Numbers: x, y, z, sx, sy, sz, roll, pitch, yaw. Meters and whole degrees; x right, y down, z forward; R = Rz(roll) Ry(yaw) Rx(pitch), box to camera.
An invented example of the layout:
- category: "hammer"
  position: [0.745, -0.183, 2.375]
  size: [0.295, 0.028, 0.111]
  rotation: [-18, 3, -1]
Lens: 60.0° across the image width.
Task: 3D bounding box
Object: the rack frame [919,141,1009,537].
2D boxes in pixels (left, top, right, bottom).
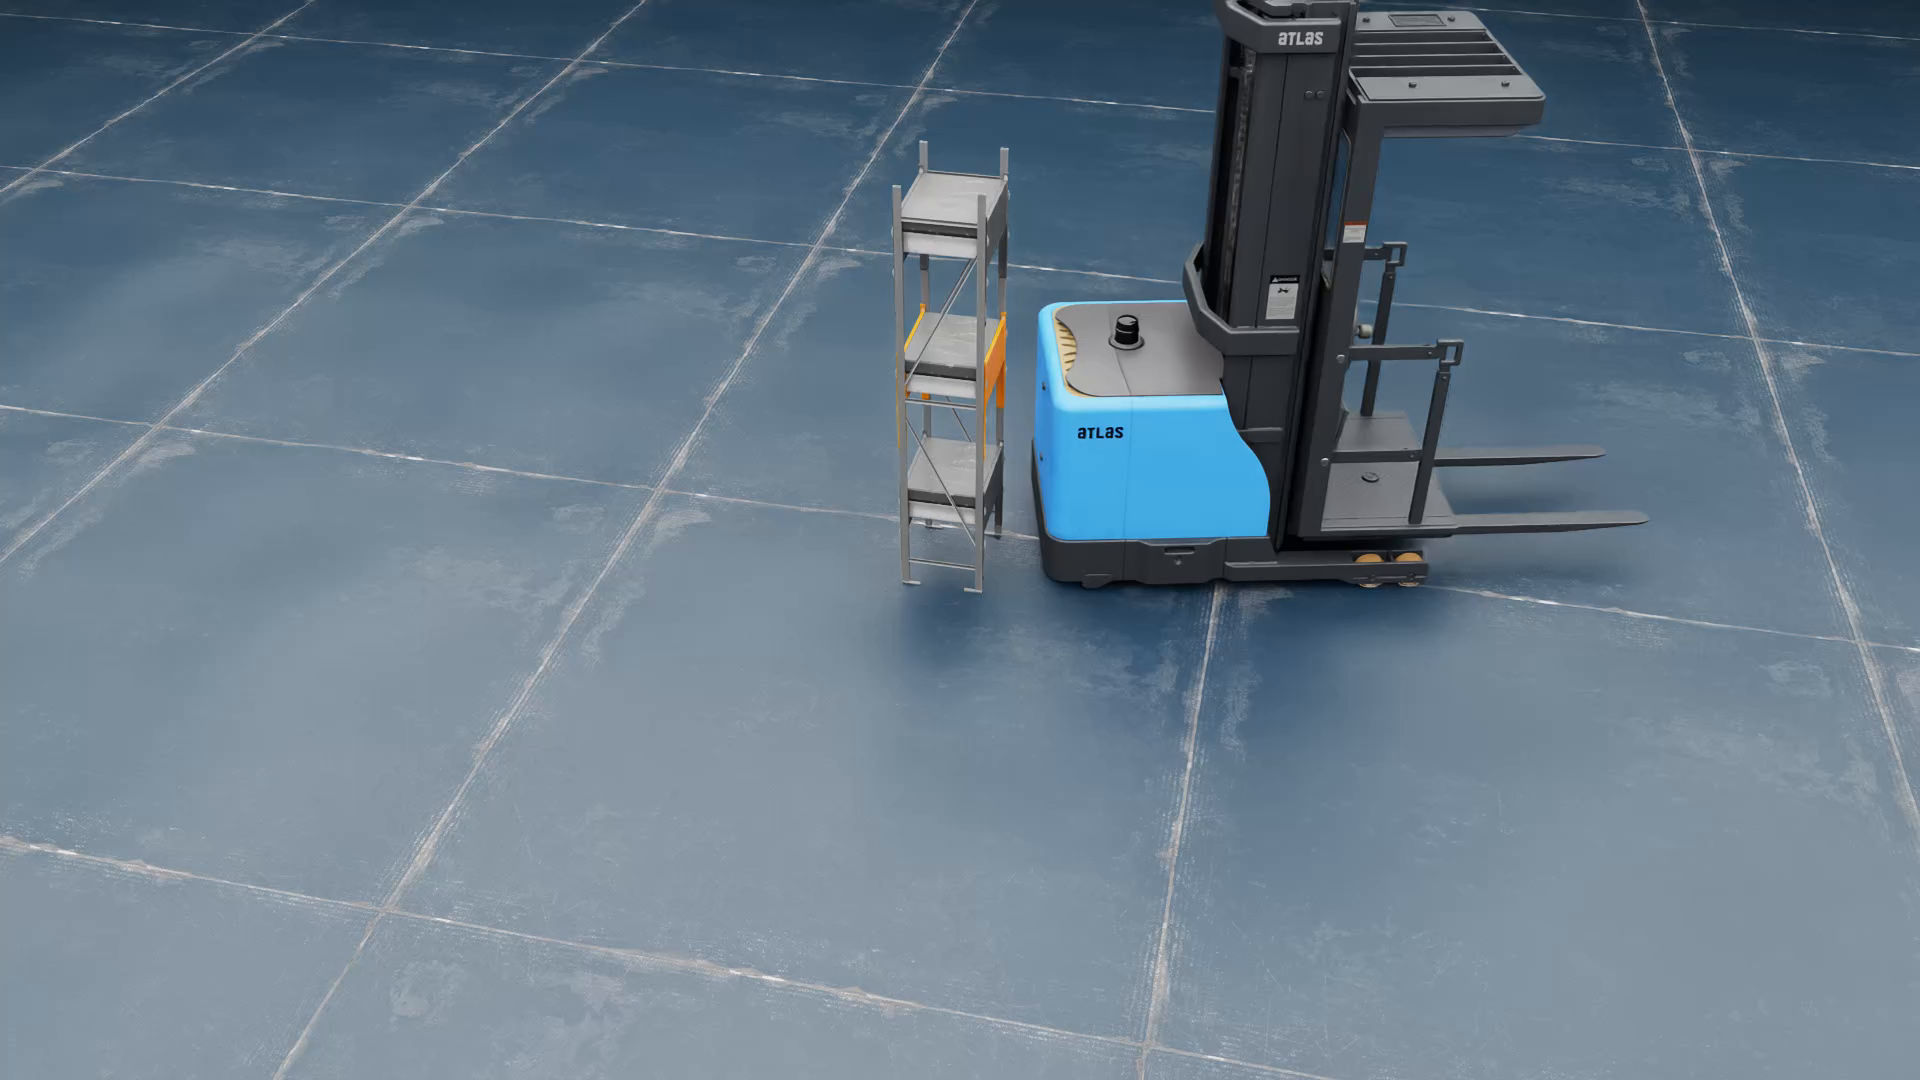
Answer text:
- category: "rack frame"
  position: [0.017, -0.895, 7.966]
  size: [0.400, 2.100, 0.015]
  rotation: [7, 37, 10]

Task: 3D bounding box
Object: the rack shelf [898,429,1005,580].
- category: "rack shelf"
  position: [-0.035, -0.177, 8.192]
  size: [0.431, 0.518, 0.480]
  rotation: [7, 37, 10]

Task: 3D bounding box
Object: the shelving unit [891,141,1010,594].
- category: "shelving unit"
  position: [-0.035, -0.755, 7.773]
  size: [0.431, 2.100, 0.503]
  rotation: [7, 37, 10]

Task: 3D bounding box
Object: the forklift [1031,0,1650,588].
- category: "forklift"
  position: [1.910, -1.263, 7.766]
  size: [3.031, 2.935, 1.130]
  rotation: [-1, 36, -2]

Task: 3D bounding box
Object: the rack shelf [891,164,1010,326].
- category: "rack shelf"
  position: [-0.035, -1.311, 7.370]
  size: [0.431, 0.518, 0.480]
  rotation: [7, 37, 10]

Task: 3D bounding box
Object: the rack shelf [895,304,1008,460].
- category: "rack shelf"
  position: [-0.035, -0.744, 7.781]
  size: [0.431, 0.518, 0.480]
  rotation: [7, 37, 10]

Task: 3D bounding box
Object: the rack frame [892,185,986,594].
- category: "rack frame"
  position: [-0.087, -0.615, 7.580]
  size: [0.400, 2.100, 0.015]
  rotation: [7, 37, 10]
